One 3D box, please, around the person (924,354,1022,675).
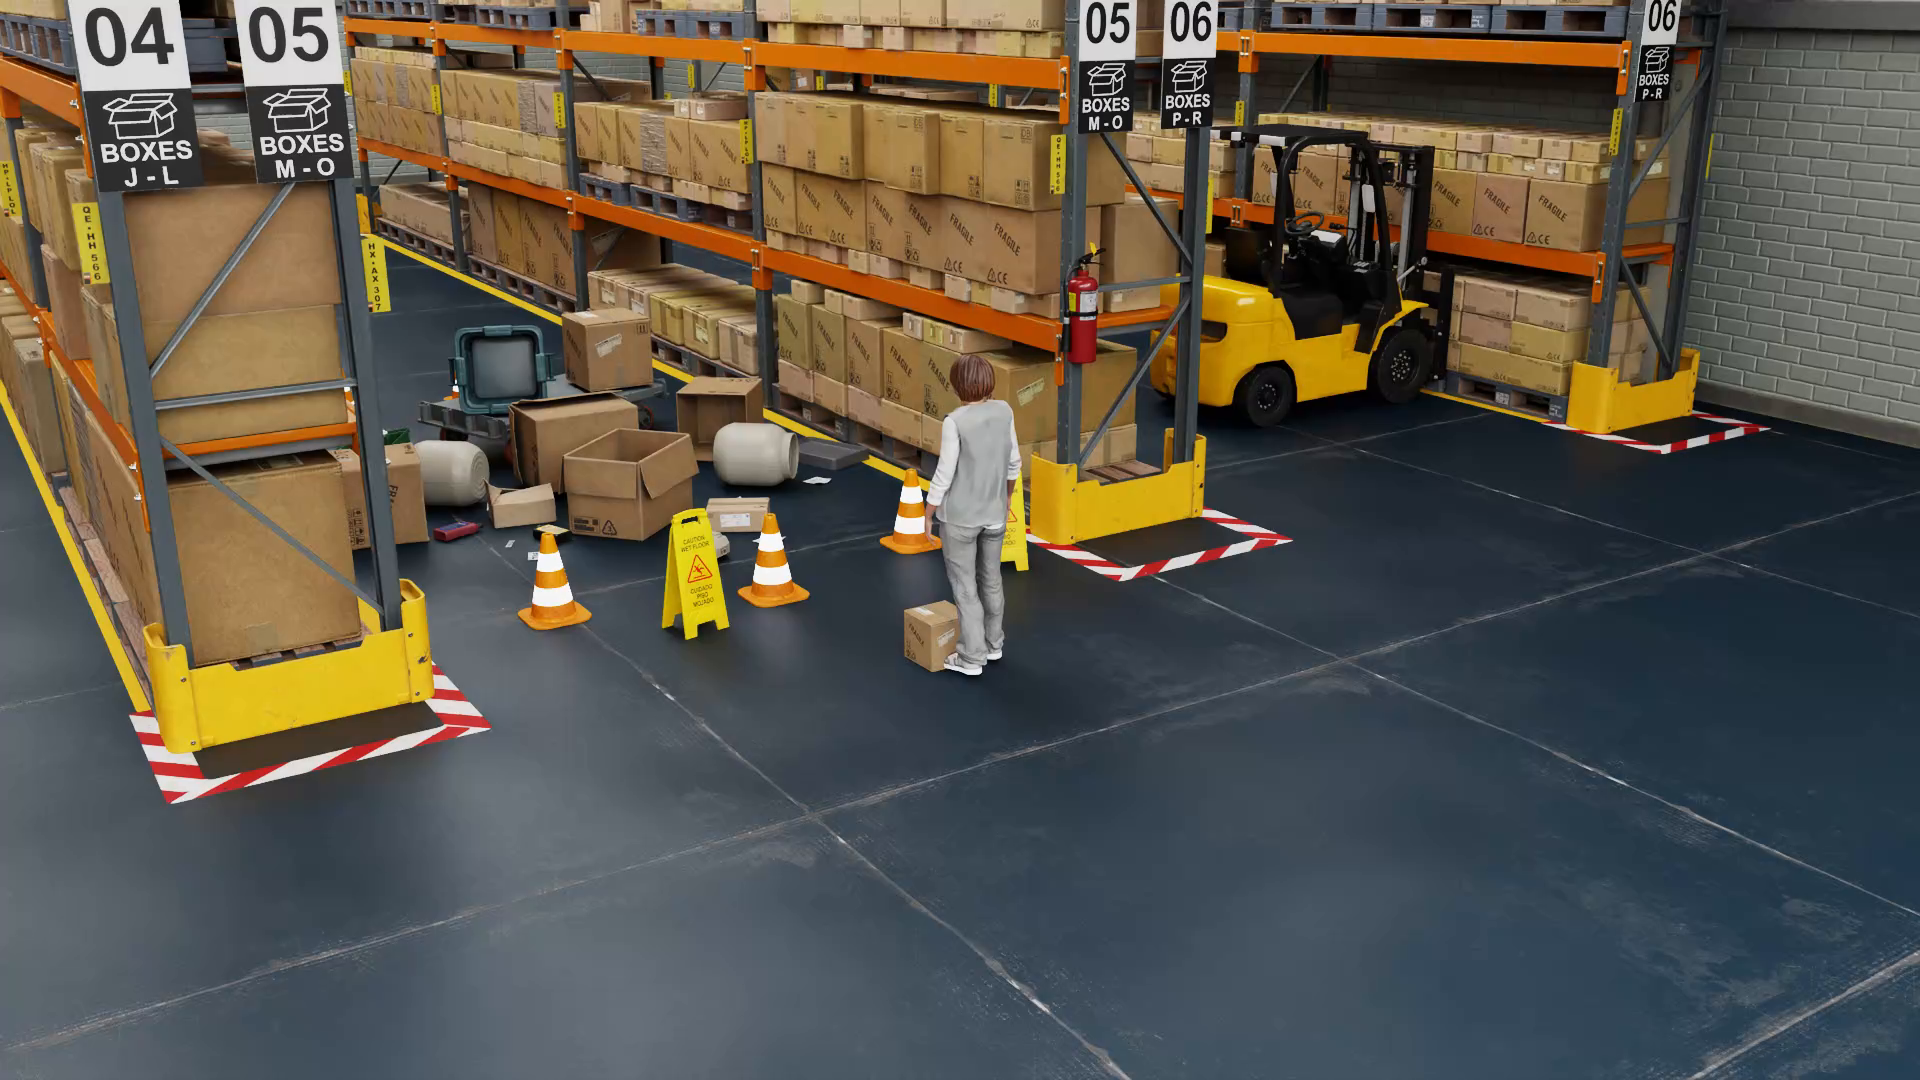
[{"bbox_3d":[0.026,-0.128,7.927,0.520,1.599,0.472,-12,22,-31],"label":"person"}]
